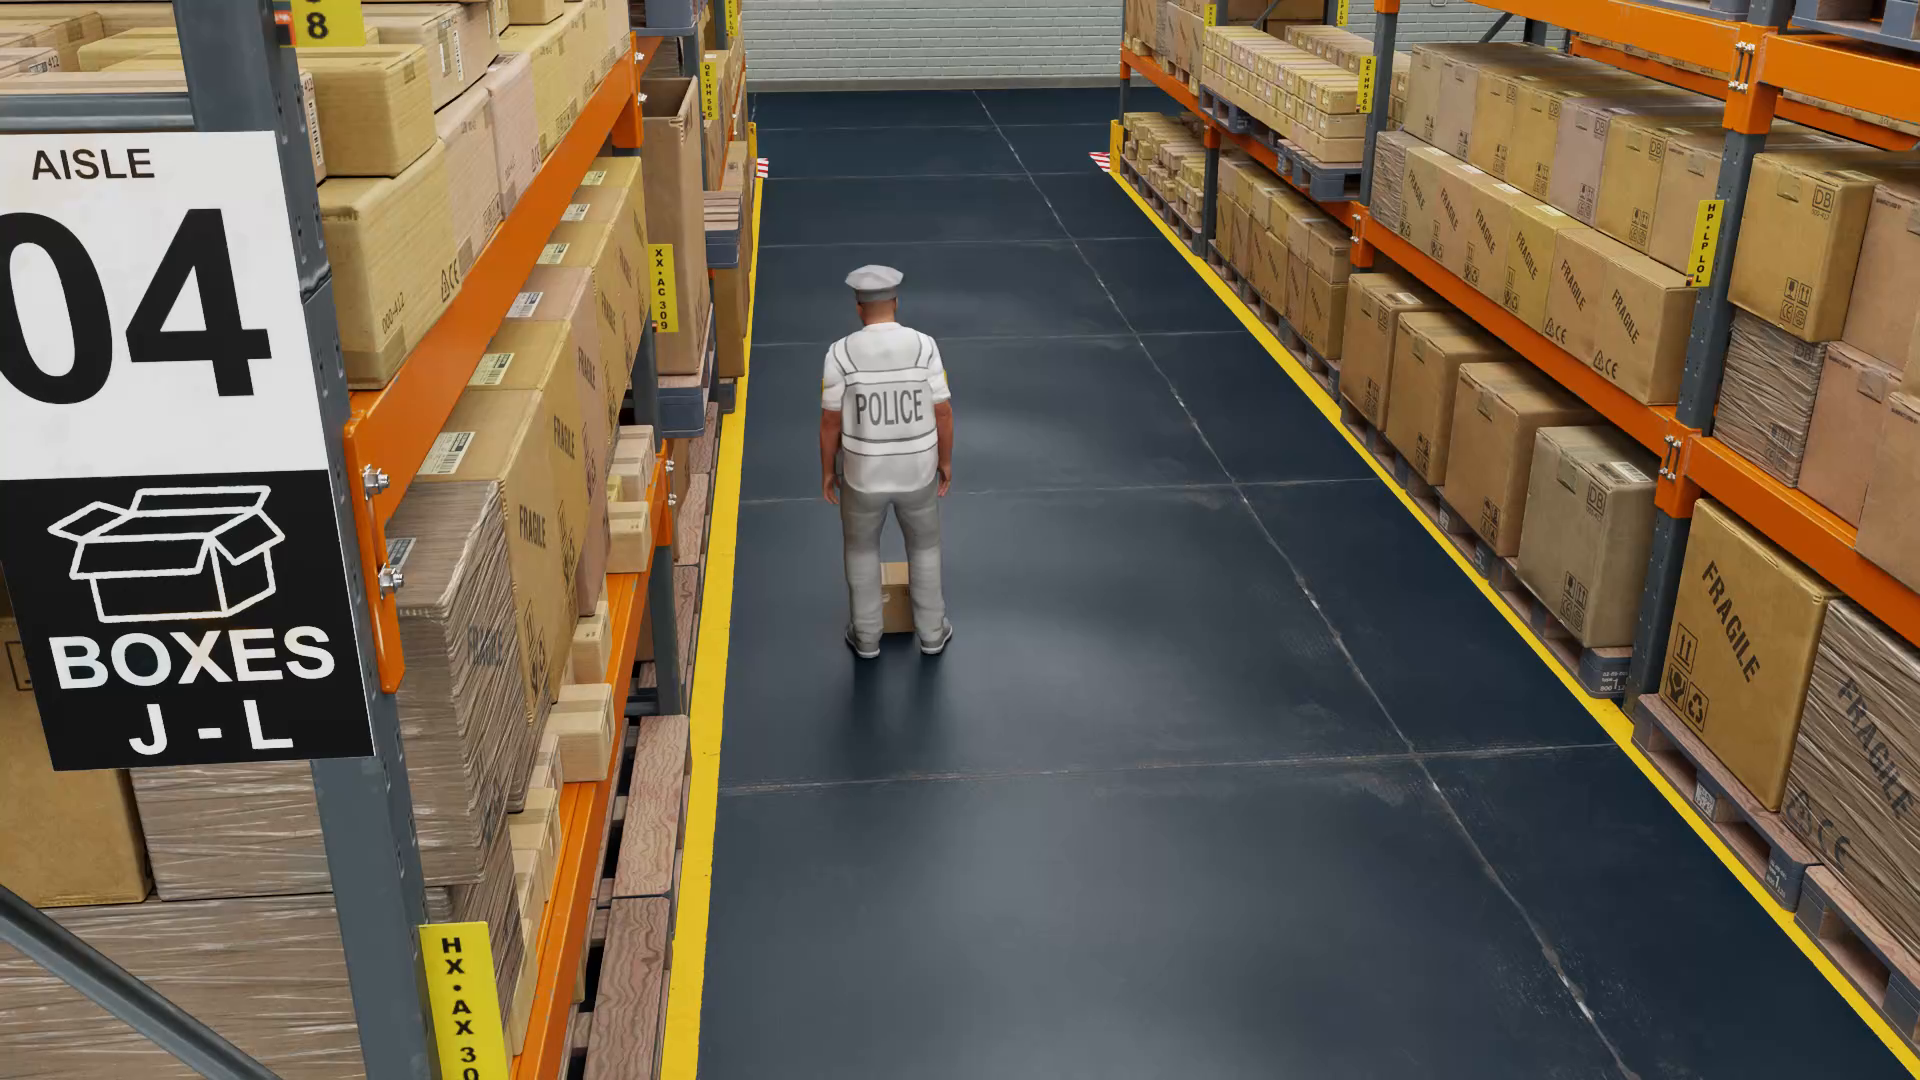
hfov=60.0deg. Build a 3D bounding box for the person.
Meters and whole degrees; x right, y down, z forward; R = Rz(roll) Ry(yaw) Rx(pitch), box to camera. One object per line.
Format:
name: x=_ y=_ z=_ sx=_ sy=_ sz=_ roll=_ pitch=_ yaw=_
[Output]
person: x=-0.314 y=-0.305 z=7.289 sx=0.598 sy=1.747 sz=0.437 roll=-4 pitch=24 yaw=-8
